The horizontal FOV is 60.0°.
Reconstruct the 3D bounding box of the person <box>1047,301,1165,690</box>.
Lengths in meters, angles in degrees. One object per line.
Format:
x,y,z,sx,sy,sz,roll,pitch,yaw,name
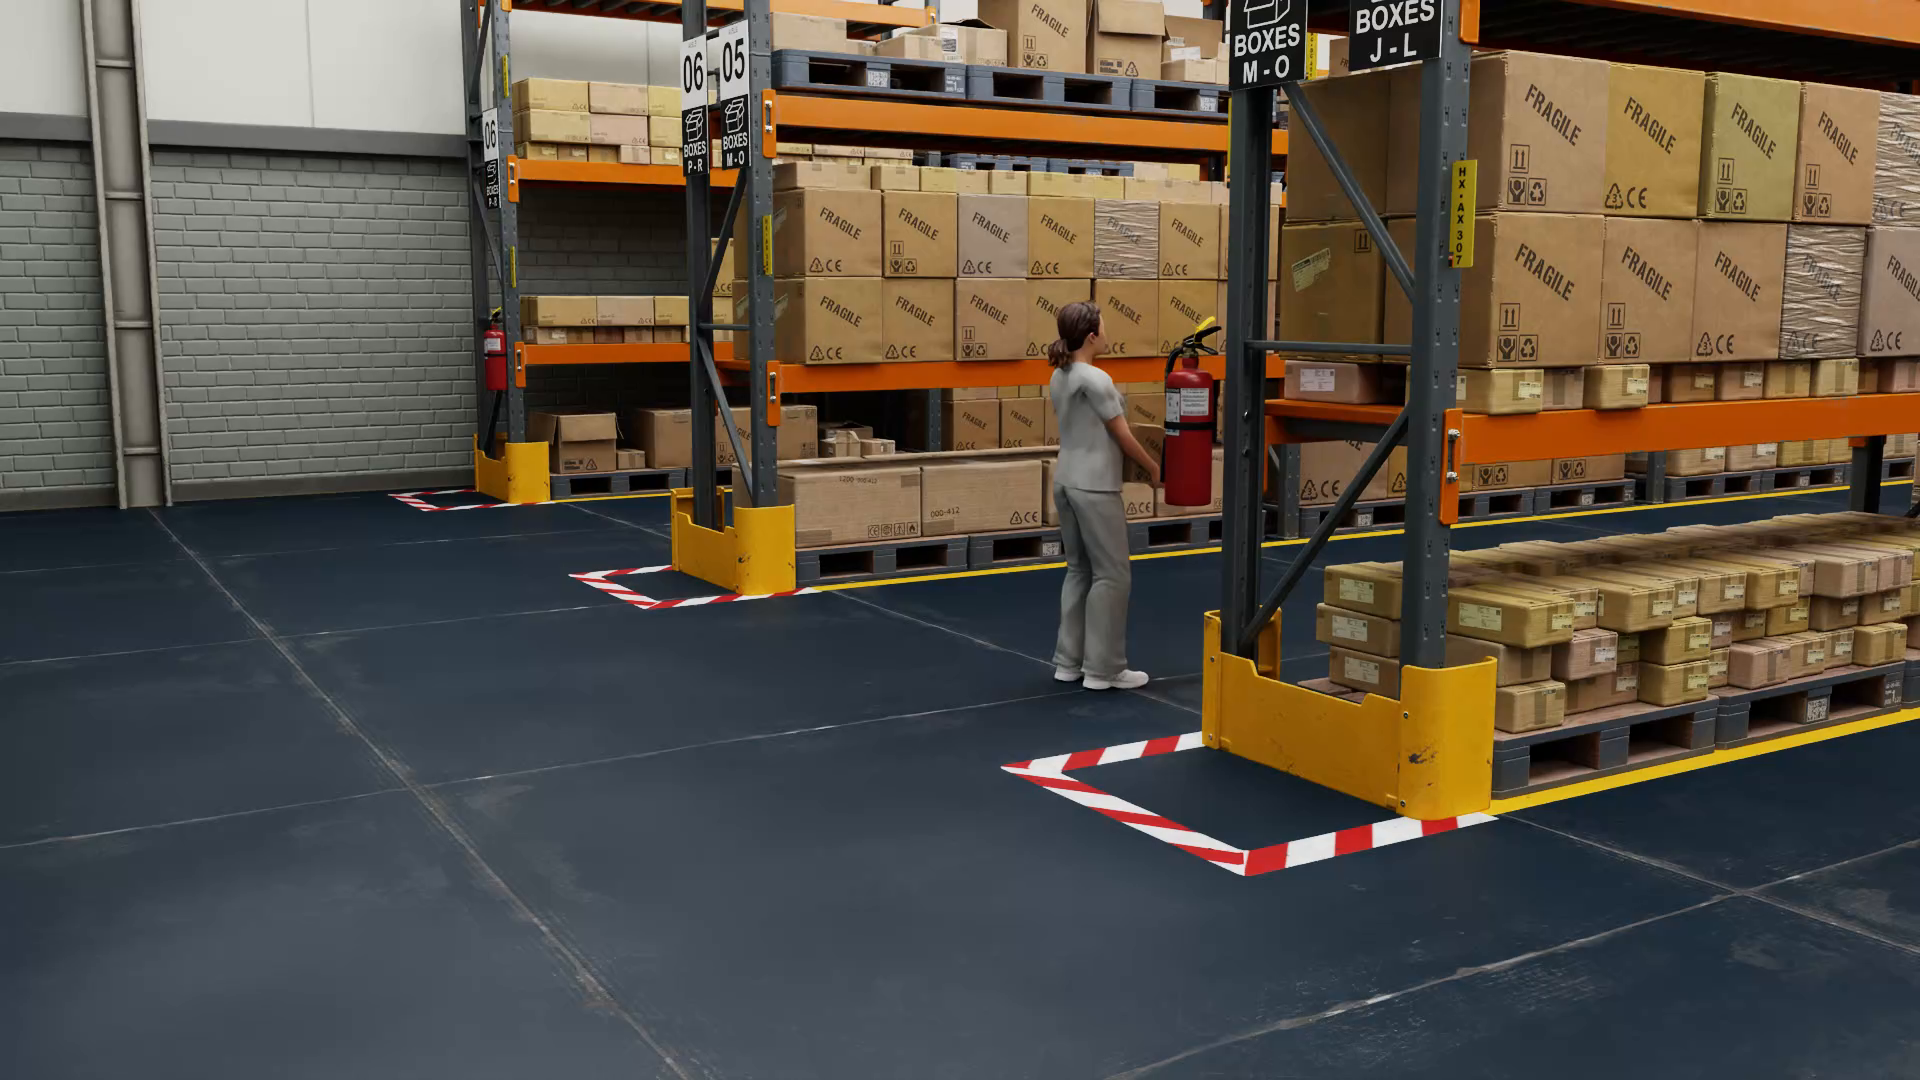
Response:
0.628,-0.194,7.216,0.548,1.667,0.434,-3,9,-22,person
